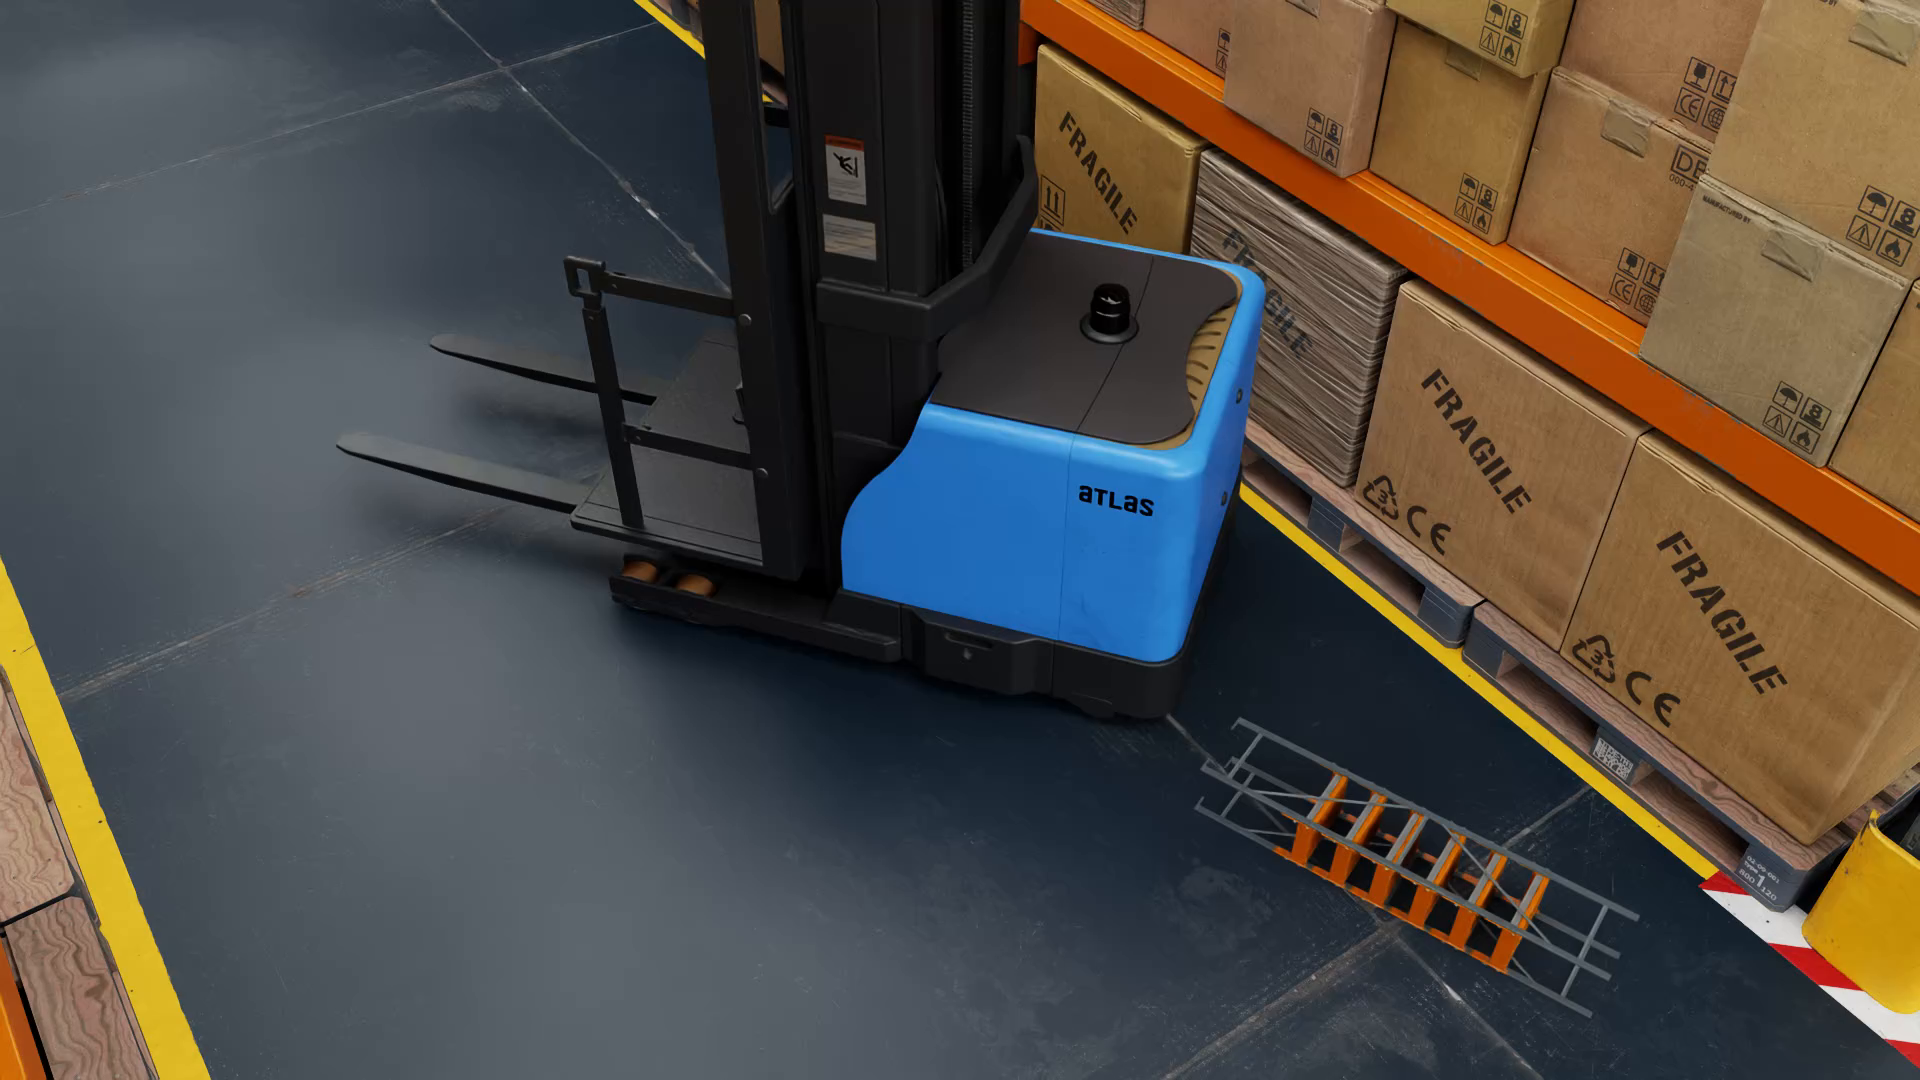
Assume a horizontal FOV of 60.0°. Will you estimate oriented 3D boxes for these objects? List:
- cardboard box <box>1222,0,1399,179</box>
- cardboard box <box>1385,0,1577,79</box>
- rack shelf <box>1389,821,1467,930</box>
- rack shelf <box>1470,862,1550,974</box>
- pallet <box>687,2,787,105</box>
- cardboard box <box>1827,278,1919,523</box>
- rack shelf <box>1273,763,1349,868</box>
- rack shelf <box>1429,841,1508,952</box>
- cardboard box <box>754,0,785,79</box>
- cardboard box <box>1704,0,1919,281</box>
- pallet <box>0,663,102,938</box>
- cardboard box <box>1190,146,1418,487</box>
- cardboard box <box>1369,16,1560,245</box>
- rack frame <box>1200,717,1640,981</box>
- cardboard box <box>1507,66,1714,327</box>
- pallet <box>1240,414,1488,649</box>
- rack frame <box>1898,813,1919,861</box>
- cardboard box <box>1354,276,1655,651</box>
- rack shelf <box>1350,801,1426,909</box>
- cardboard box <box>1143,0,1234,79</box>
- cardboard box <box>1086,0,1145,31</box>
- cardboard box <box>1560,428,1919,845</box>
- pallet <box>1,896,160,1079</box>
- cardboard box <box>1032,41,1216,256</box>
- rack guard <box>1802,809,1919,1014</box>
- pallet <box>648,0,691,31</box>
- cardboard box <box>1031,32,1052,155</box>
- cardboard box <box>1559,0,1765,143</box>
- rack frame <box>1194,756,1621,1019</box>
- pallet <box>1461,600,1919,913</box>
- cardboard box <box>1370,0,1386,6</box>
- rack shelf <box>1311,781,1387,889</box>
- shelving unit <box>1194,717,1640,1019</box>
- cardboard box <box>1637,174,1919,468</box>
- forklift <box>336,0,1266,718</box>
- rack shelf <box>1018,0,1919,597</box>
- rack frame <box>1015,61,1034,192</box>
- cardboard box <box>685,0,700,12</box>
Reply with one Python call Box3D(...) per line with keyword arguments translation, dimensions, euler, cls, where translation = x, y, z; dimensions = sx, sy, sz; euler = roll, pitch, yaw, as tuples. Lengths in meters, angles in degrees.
Box3D(translation=(1.349, -1.607, 5.152), dimensions=(0.875, 0.550, 0.550), euler=(-26, 49, -24), cls="cardboard box")
Box3D(translation=(1.681, -1.711, 4.480), dimensions=(0.875, 0.550, 0.500), euler=(-26, 49, -24), cls="cardboard box")
Box3D(translation=(1.312, 0.928, 4.638), dimensions=(0.103, 0.180, 0.258), euler=(26, 49, 25), cls="rack shelf")
Box3D(translation=(1.508, 1.023, 4.538), dimensions=(0.103, 0.180, 0.258), euler=(26, 49, 25), cls="rack shelf")
Box3D(translation=(-0.623, -2.502, 8.218), dimensions=(1.003, 0.211, 1.213), euler=(-26, 49, -24), cls="pallet")
Box3D(translation=(2.621, -0.393, 3.881), dimensions=(0.875, 0.550, 0.550), euler=(-26, 49, -24), cls="cardboard box")
Box3D(translation=(1.017, 0.785, 4.788), dimensions=(0.103, 0.180, 0.258), euler=(26, 49, 25), cls="rack shelf")
Box3D(translation=(1.410, 0.975, 4.588), dimensions=(0.103, 0.180, 0.258), euler=(26, 49, 25), cls="rack shelf")
Box3D(translation=(-0.395, -2.614, 7.641), dimensions=(1.050, 0.750, 0.750), euler=(-26, 49, -24), cls="cardboard box")
Box3D(translation=(2.300, -1.092, 3.831), dimensions=(0.875, 0.550, 0.550), euler=(-26, 49, -24), cls="cardboard box")
Box3D(translation=(-3.130, 0.865, 4.691), dimensions=(1.003, 0.211, 1.213), euler=(-26, 49, -24), cls="pallet")
Box3D(translation=(1.404, -0.902, 5.757), dimensions=(0.875, 0.875, 0.875), euler=(-25, 49, -24), cls="cardboard box")
Box3D(translation=(1.734, -1.346, 4.879), dimensions=(0.875, 0.550, 0.500), euler=(-26, 49, -24), cls="cardboard box")
Box3D(translation=(1.250, 0.831, 4.606), dimensions=(1.200, 0.006, 0.240), euler=(26, 49, 25), cls="rack frame")
Box3D(translation=(2.071, -1.062, 4.582), dimensions=(0.875, 0.550, 0.550), euler=(-26, 49, -24), cls="cardboard box")
Box3D(translation=(1.655, -0.250, 5.859), dimensions=(1.003, 0.211, 1.213), euler=(-26, 49, -24), cls="pallet")
Box3D(translation=(2.871, -0.146, 3.731), dimensions=(1.000, 3.000, 0.127), euler=(-26, 49, -24), cls="rack frame")
Box3D(translation=(1.923, -0.385, 5.216), dimensions=(0.875, 0.875, 0.875), euler=(-26, 50, -25), cls="cardboard box")
Box3D(translation=(1.213, 0.880, 4.688), dimensions=(0.103, 0.180, 0.258), euler=(26, 49, 25), cls="rack shelf")
Box3D(translation=(1.136, -1.959, 5.521), dimensions=(0.875, 0.550, 0.550), euler=(-26, 49, -24), cls="cardboard box")
Box3D(translation=(0.803, -2.262, 5.838), dimensions=(0.875, 0.550, 0.550), euler=(-26, 49, -24), cls="cardboard box")
Box3D(translation=(2.428, 0.112, 4.695), dimensions=(0.875, 0.875, 0.875), euler=(-25, 49, -24), cls="cardboard box")
Box3D(translation=(-2.428, 1.557, 3.966), dimensions=(1.003, 0.211, 1.213), euler=(-26, 49, -24), cls="pallet")
Box3D(translation=(0.885, -1.411, 6.291), dimensions=(0.875, 0.875, 0.875), euler=(-25, 49, -24), cls="cardboard box")
Box3D(translation=(2.884, 0.771, 4.580), dimensions=(1.175, 0.500, 0.348), euler=(-26, 49, -24), cls="rack guard")
Box3D(translation=(-1.317, -3.192, 8.941), dimensions=(1.003, 0.211, 1.213), euler=(-26, 49, -24), cls="pallet")
Box3D(translation=(0.153, -2.066, 7.067), dimensions=(1.050, 0.750, 0.750), euler=(-26, 49, -25), cls="cardboard box")
Box3D(translation=(2.091, -1.462, 4.219), dimensions=(0.875, 0.550, 0.550), euler=(-26, 49, -24), cls="cardboard box")
Box3D(translation=(1.250, 0.964, 4.733), dimensions=(1.200, 0.006, 0.240), euler=(26, 49, 25), cls="rack frame")
Box3D(translation=(2.349, 0.440, 5.136), dimensions=(1.003, 0.211, 1.213), euler=(-26, 49, -24), cls="pallet")
Box3D(translation=(1.371, -2.008, 4.791), dimensions=(0.875, 0.550, 0.550), euler=(-26, 49, -24), cls="cardboard box")
Box3D(translation=(1.115, 0.832, 4.738), dimensions=(0.103, 0.180, 0.258), euler=(26, 49, 25), cls="rack shelf")
Box3D(translation=(1.250, 0.898, 4.670), dimensions=(1.200, 0.189, 0.258), euler=(26, 49, 25), cls="shelving unit")
Box3D(translation=(2.289, -0.696, 4.198), dimensions=(0.875, 0.550, 0.550), euler=(-26, 49, -24), cls="cardboard box")
Box3D(translation=(-0.630, -1.118, 4.798), dimensions=(3.031, 2.935, 1.130), euler=(13, 45, 13), cls="forklift")
Box3D(translation=(1.726, -1.019, 5.166), dimensions=(1.077, 0.370, 4.000), euler=(-26, 49, -24), cls="rack shelf")
Box3D(translation=(0.582, -2.412, 6.104), dimensions=(1.000, 3.000, 0.127), euler=(-26, 49, -24), cls="rack frame")
Box3D(translation=(-0.929, -3.141, 8.193), dimensions=(1.050, 0.750, 0.750), euler=(-25, 49, -24), cls="cardboard box")
